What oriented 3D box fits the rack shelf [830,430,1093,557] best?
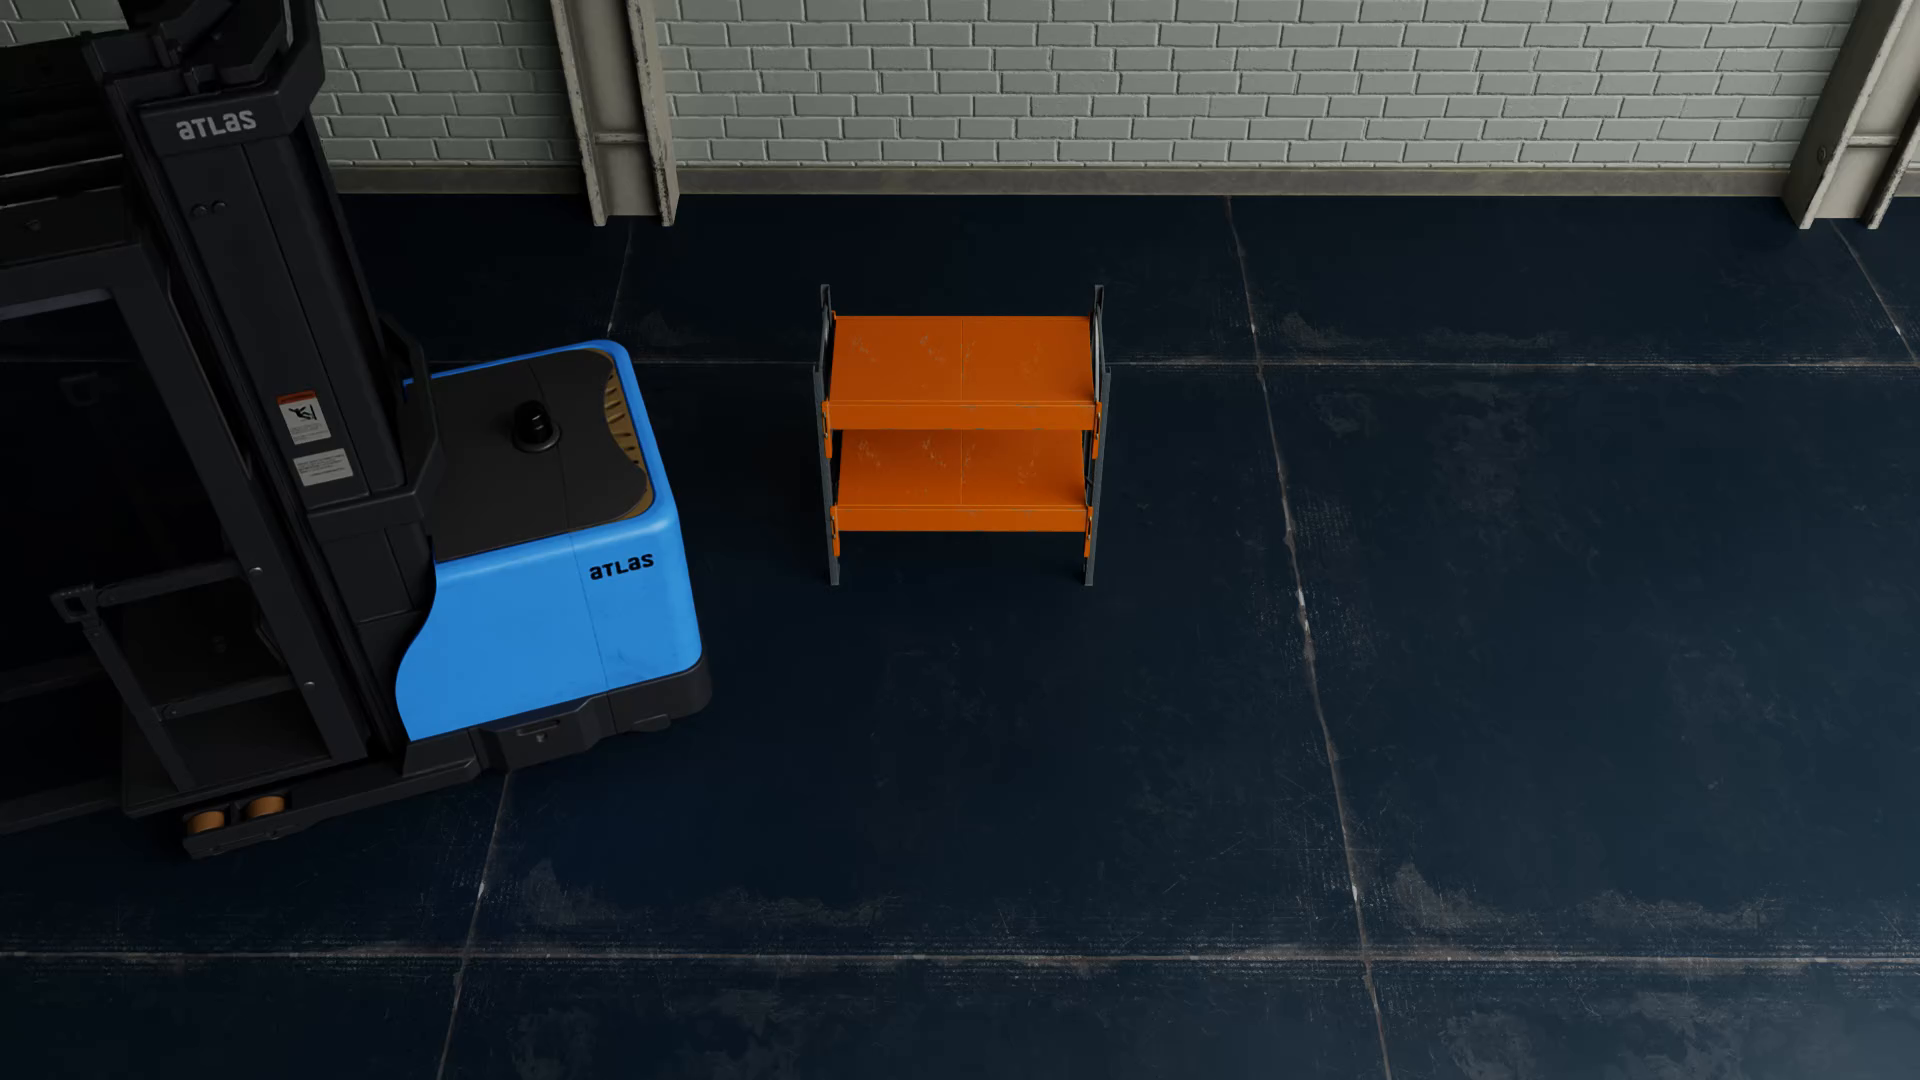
[{"bbox_3d":[0.007,-0.217,6.598,1.000,0.278,0.538,0,47,0],"label":"rack shelf"}]

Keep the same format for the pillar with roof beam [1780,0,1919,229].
[{"bbox_3d":[4.355,-1.576,2.150,0.400,9.000,9.100,0,47,0],"label":"pillar with roof beam"}]

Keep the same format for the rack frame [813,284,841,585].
[{"bbox_3d":[-0.502,-0.385,6.420,0.032,1.125,0.500,0,47,0],"label":"rack frame"}]

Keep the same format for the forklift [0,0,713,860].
[{"bbox_3d":[-2.496,-0.335,5.141,3.031,2.935,1.130,-14,49,-13],"label":"forklift"}]

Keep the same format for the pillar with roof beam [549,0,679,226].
[{"bbox_3d":[-1.645,-1.592,2.165,0.400,9.000,9.100,0,47,0],"label":"pillar with roof beam"}]

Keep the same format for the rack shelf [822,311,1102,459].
[{"bbox_3d":[0.007,-0.583,6.205,1.000,0.278,0.538,0,47,0],"label":"rack shelf"}]

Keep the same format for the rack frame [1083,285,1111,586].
[{"bbox_3d":[0.515,-0.382,6.418,0.032,1.125,0.500,0,47,0],"label":"rack frame"}]

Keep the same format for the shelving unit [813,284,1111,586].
[{"bbox_3d":[0.007,-0.383,6.419,1.048,1.125,0.538,0,47,0],"label":"shelving unit"}]
